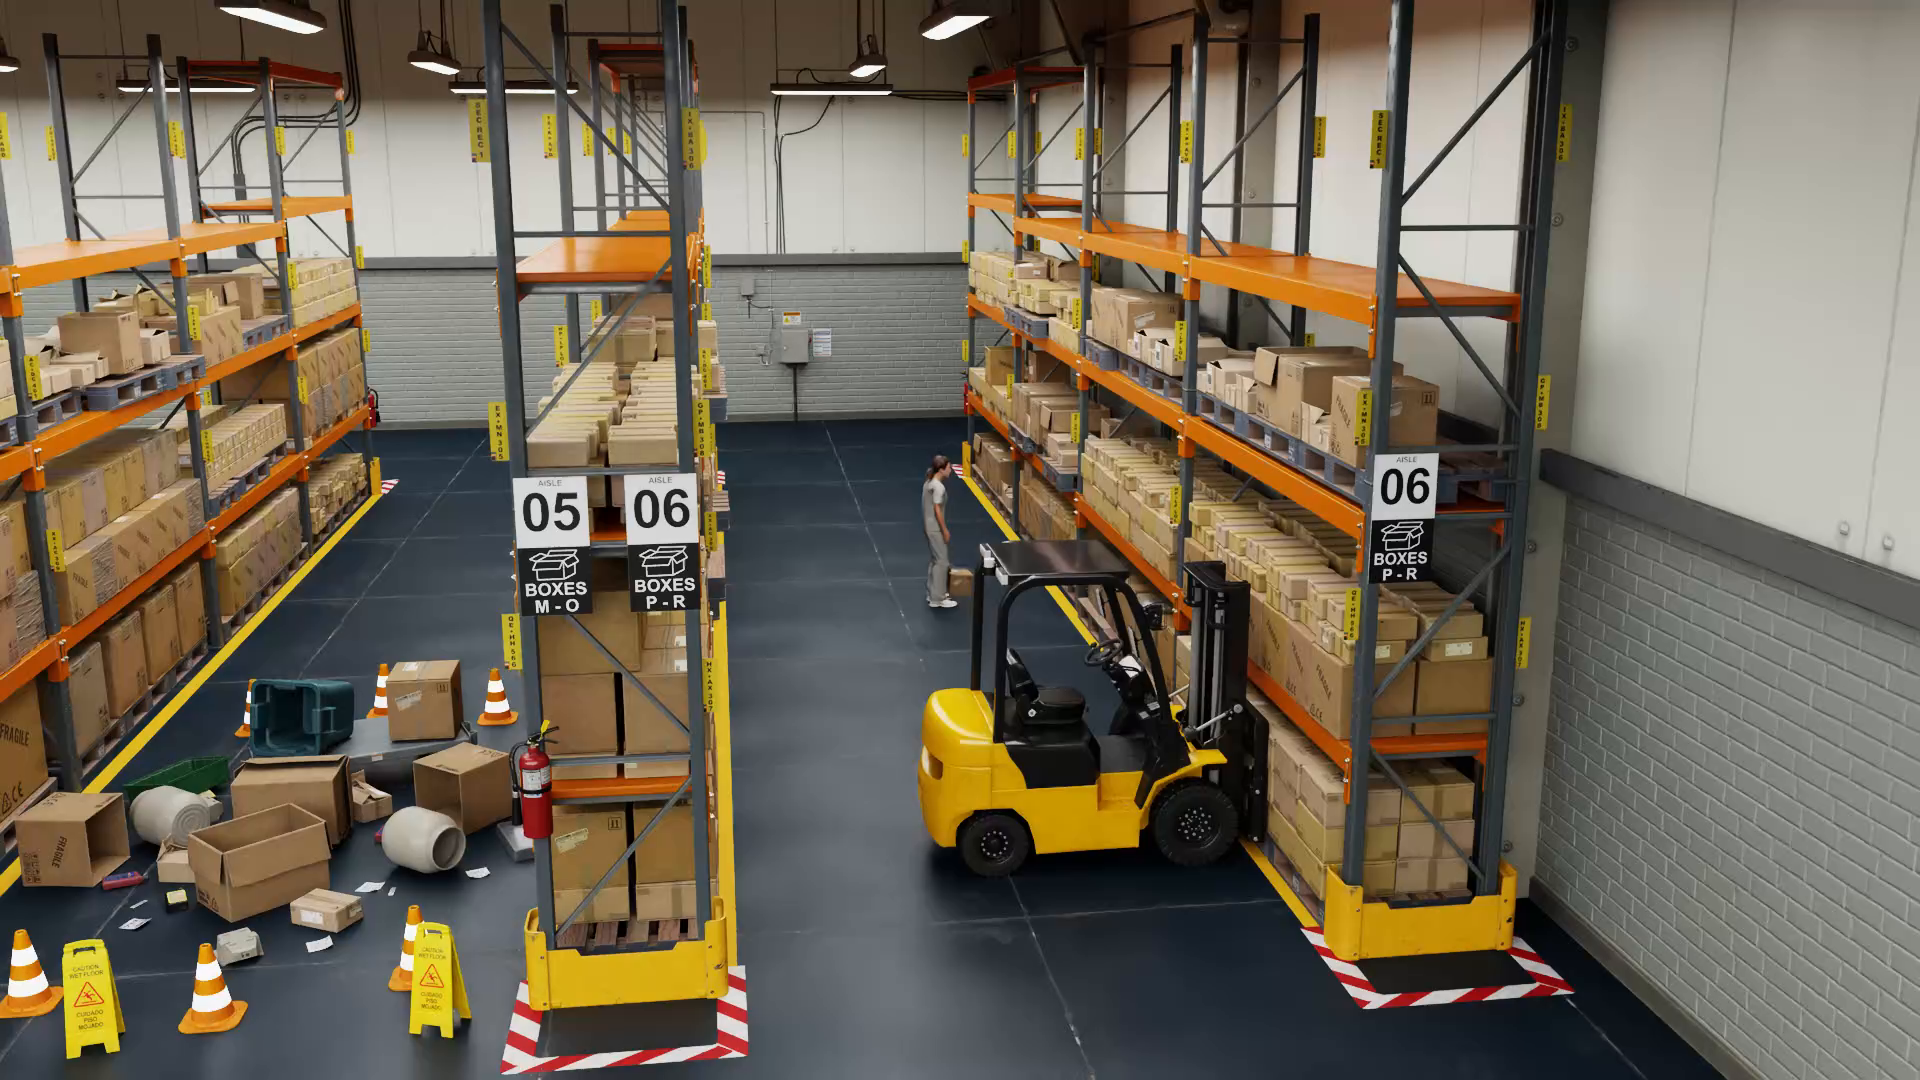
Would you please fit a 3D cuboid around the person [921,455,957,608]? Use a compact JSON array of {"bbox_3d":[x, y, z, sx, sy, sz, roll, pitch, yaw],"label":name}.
[{"bbox_3d":[-0.241,-0.110,18.455,0.360,1.674,0.483,-2,13,-10],"label":"person"}]
